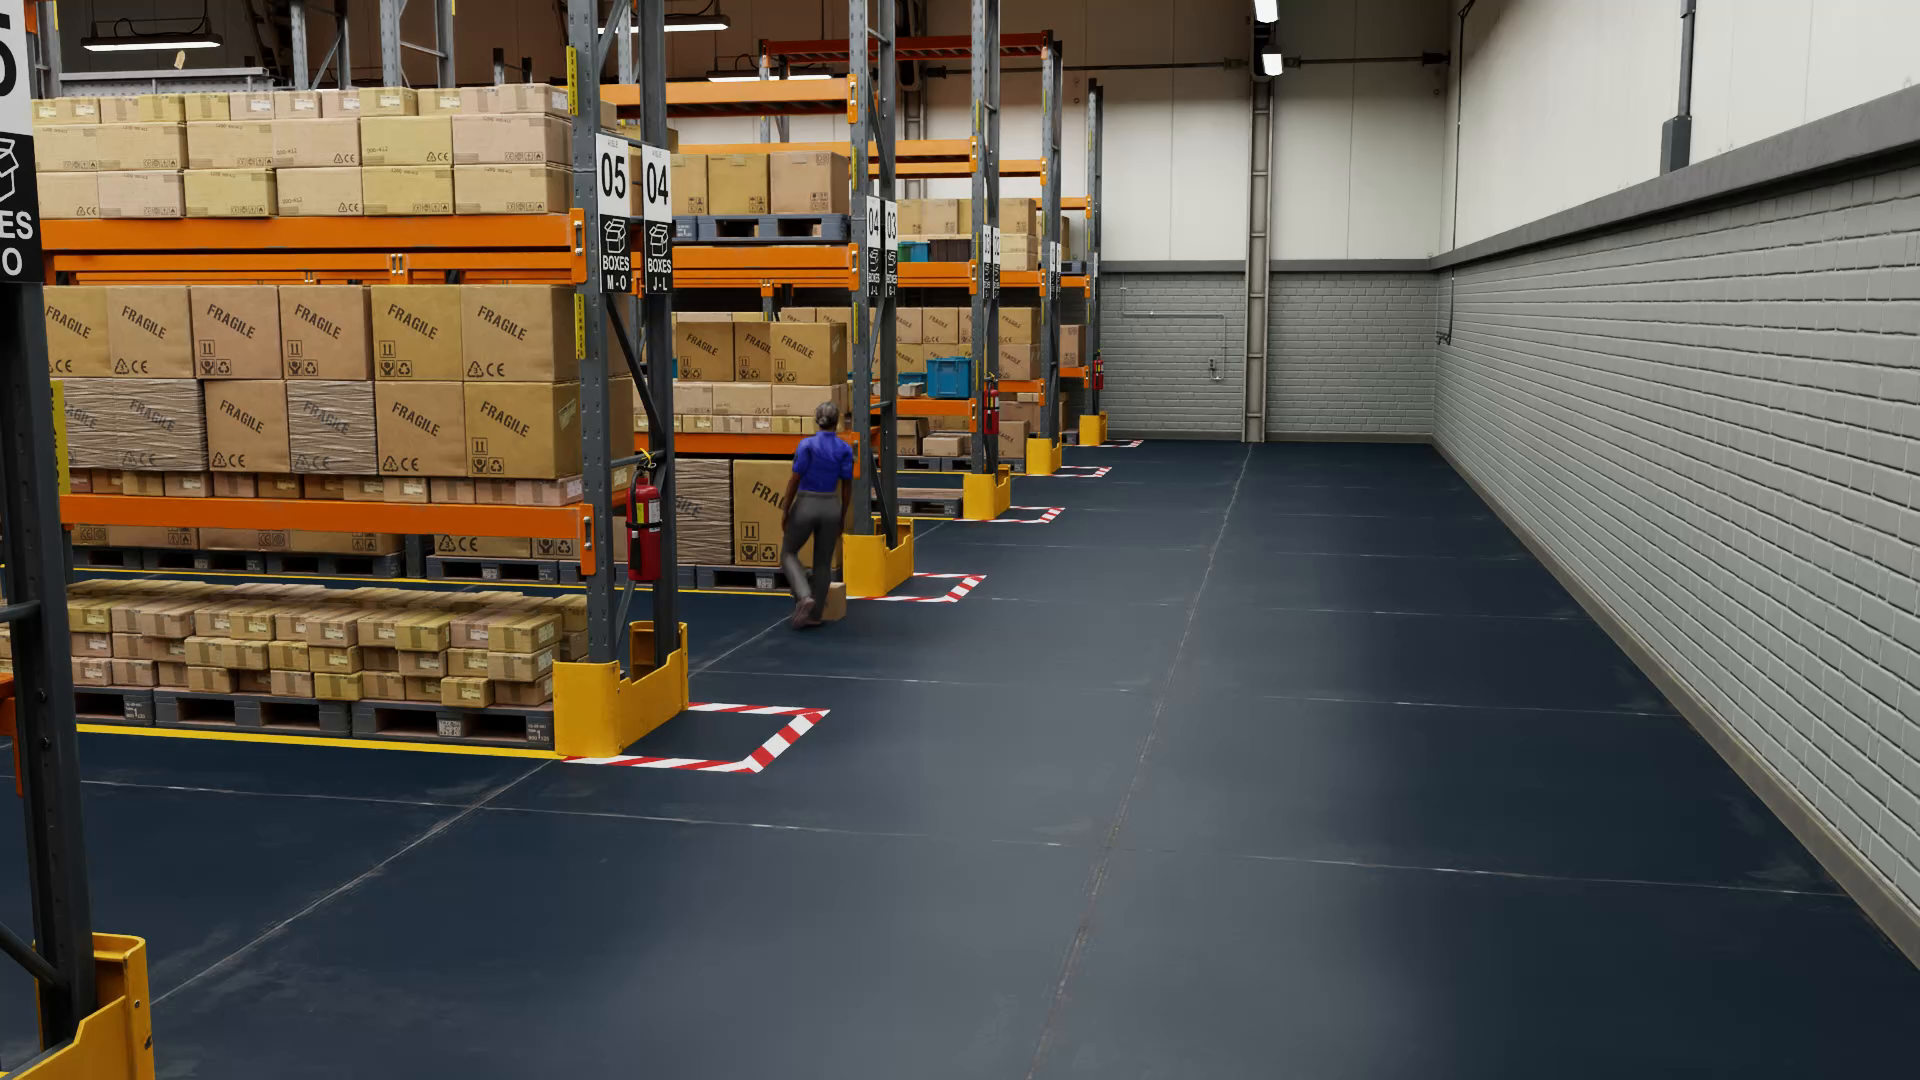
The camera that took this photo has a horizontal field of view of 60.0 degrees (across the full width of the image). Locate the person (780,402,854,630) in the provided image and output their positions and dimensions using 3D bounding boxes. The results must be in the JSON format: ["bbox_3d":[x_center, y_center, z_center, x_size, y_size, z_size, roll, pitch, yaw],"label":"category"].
[{"bbox_3d":[-1.058,-0.183,12.092,0.531,1.655,0.531,-3,9,-20],"label":"person"}]
